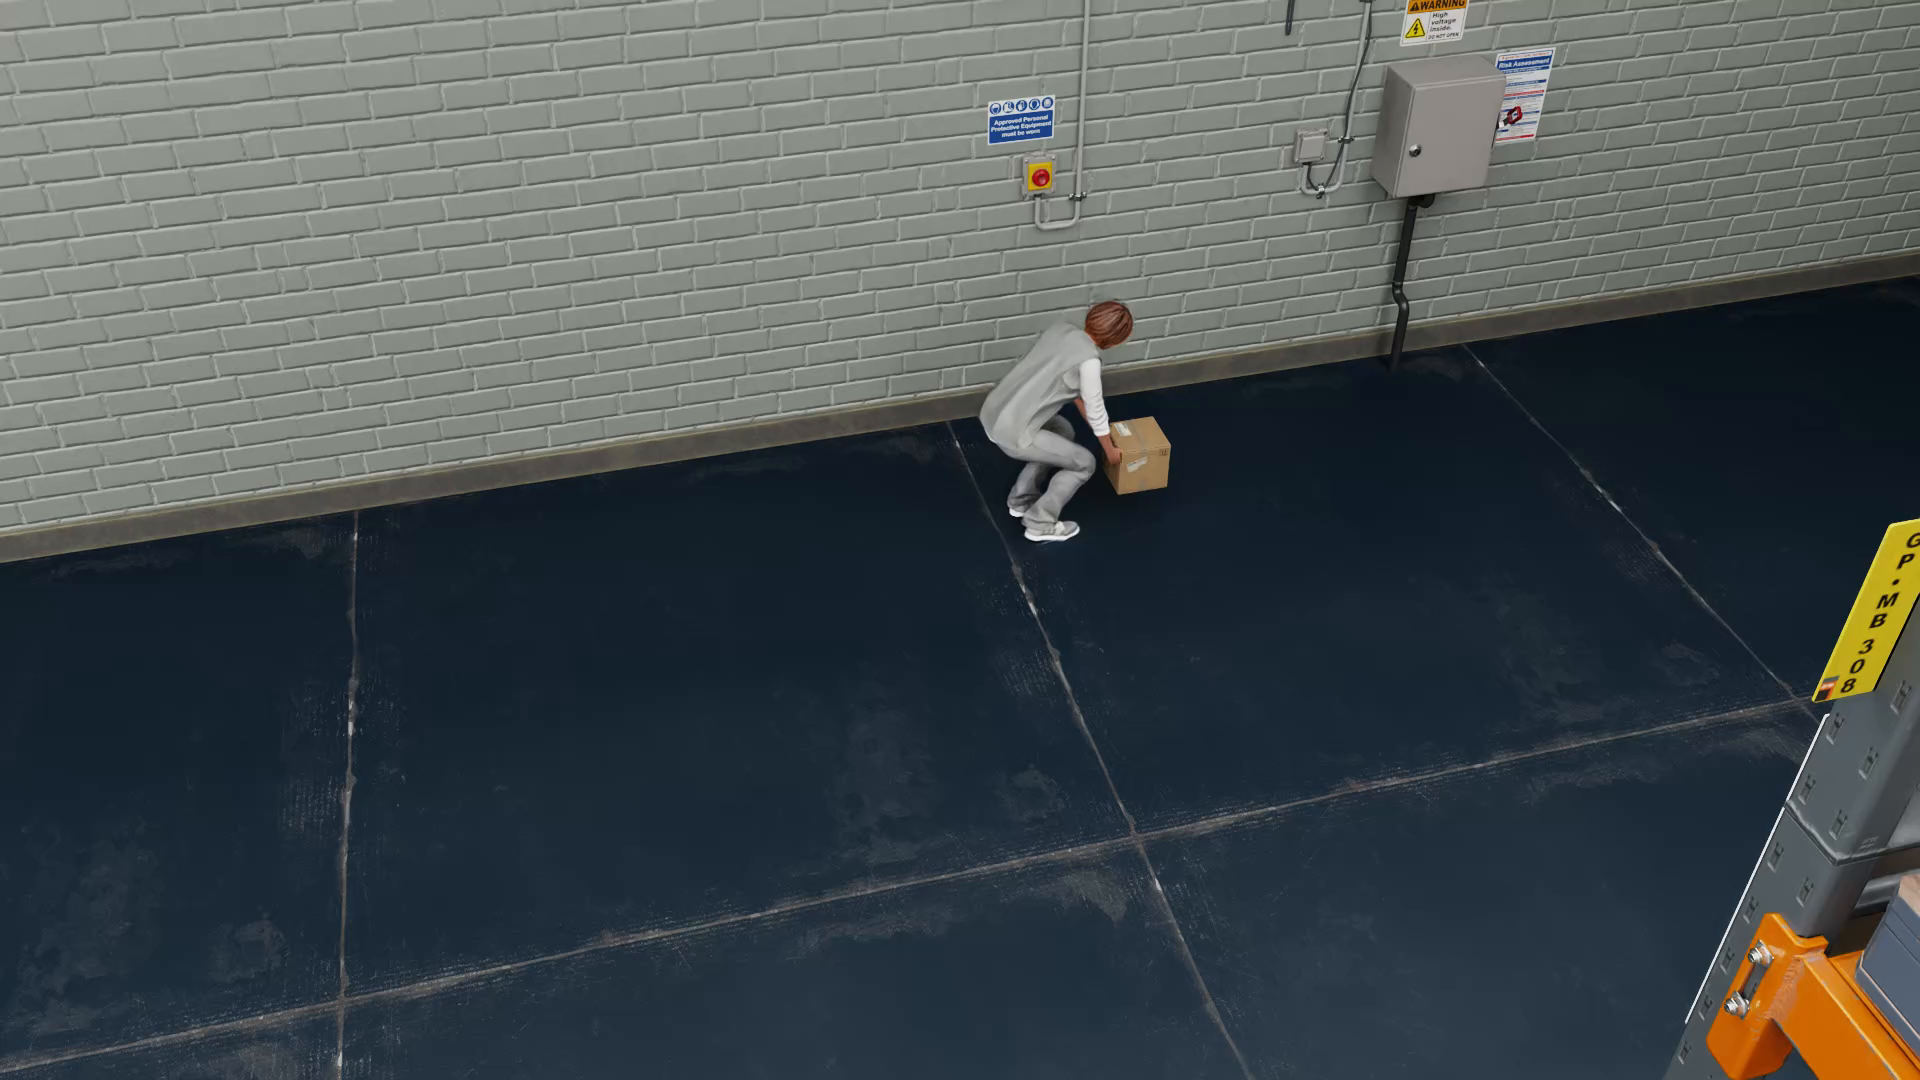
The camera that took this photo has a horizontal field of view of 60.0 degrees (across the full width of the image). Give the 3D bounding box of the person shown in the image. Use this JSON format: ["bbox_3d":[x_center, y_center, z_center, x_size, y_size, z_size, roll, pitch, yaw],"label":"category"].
[{"bbox_3d":[0.438,-0.562,7.772,0.720,1.163,0.462,-10,40,-12],"label":"person"}]
